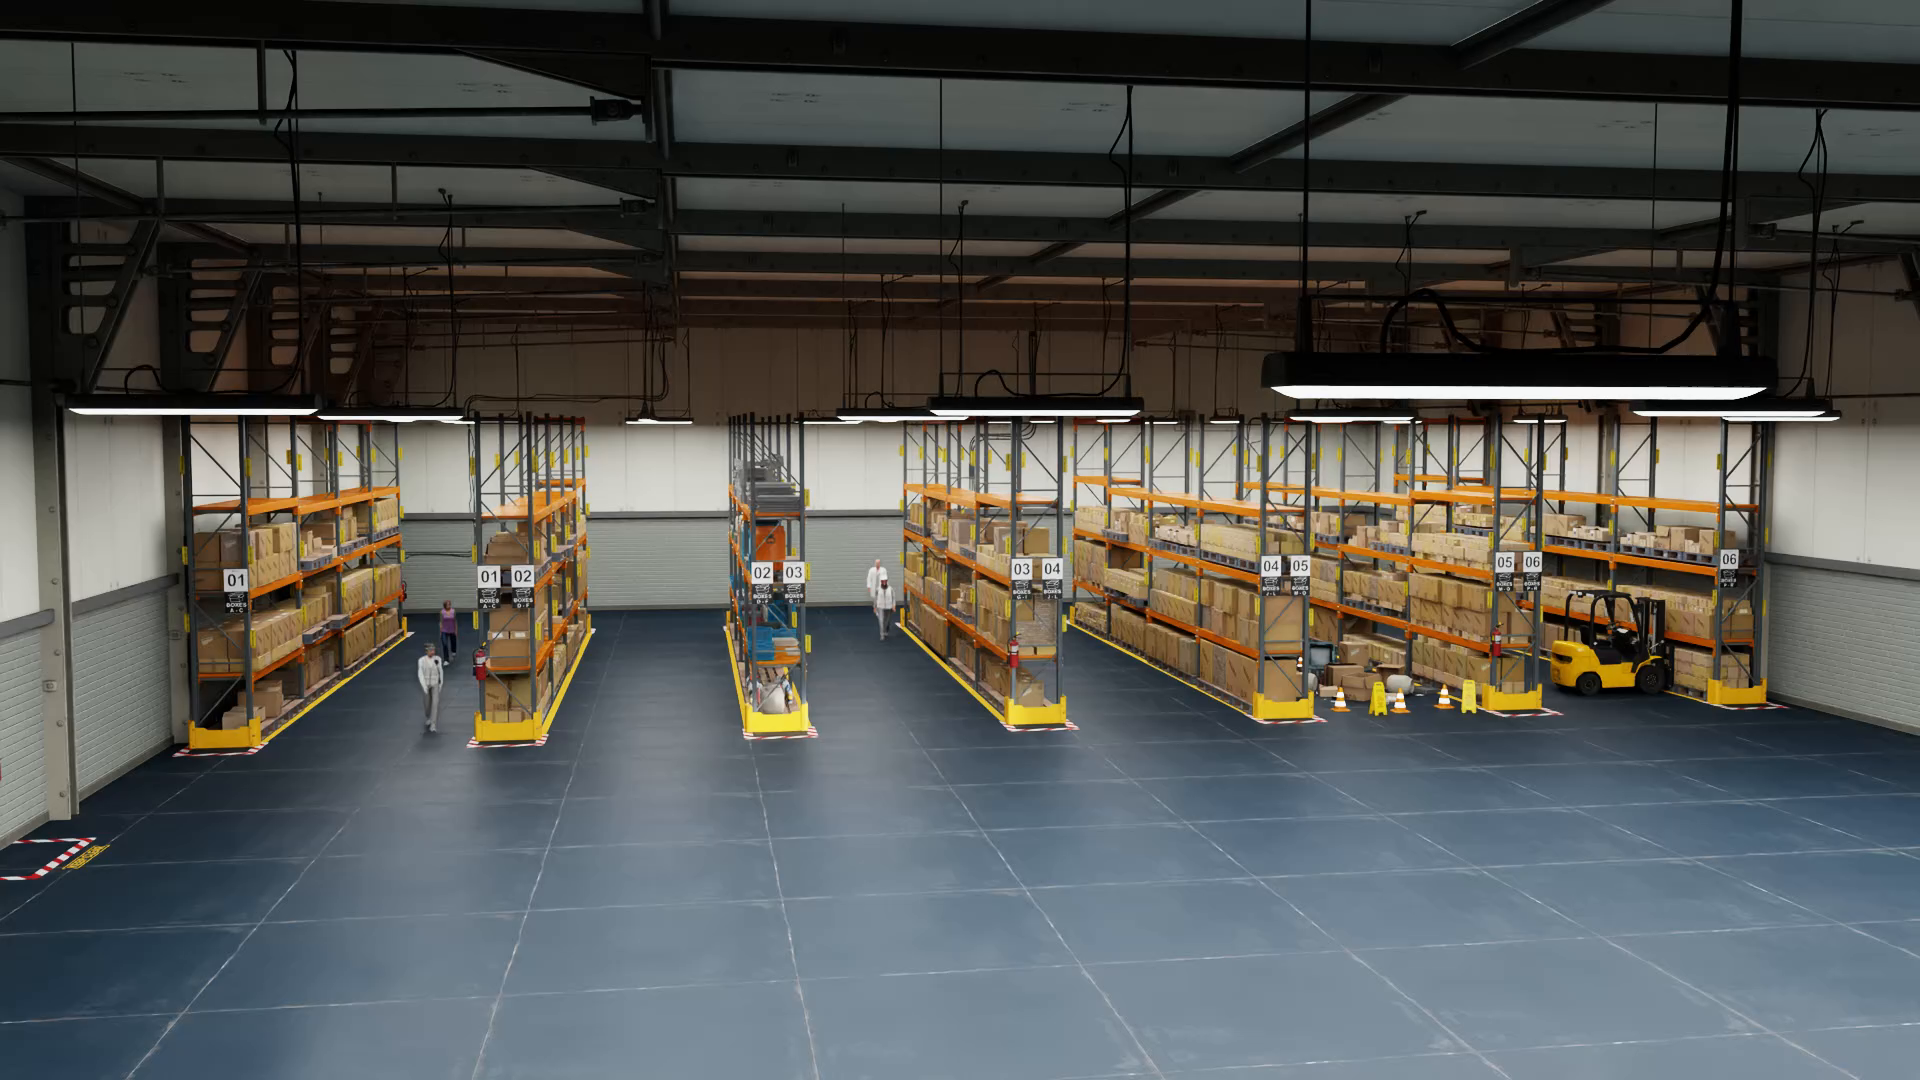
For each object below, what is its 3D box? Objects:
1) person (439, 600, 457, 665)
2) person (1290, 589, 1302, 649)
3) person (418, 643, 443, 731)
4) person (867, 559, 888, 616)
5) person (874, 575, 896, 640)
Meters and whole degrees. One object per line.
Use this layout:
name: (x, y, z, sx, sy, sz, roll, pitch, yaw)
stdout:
person: (-12.314, 2.204, 40.066, 0.413, 1.562, 0.768, -1, 4, -12)
person: (8.366, 2.081, 41.444, 0.475, 1.714, 0.528, -2, 4, -27)
person: (-10.040, 2.756, 31.549, 0.464, 1.612, 0.935, -1, 4, -20)
person: (-2.484, 1.546, 49.874, 0.619, 1.521, 1.048, 1, 4, 7)
person: (-2.020, 1.809, 44.752, 0.596, 1.715, 1.074, 0, 4, -6)
